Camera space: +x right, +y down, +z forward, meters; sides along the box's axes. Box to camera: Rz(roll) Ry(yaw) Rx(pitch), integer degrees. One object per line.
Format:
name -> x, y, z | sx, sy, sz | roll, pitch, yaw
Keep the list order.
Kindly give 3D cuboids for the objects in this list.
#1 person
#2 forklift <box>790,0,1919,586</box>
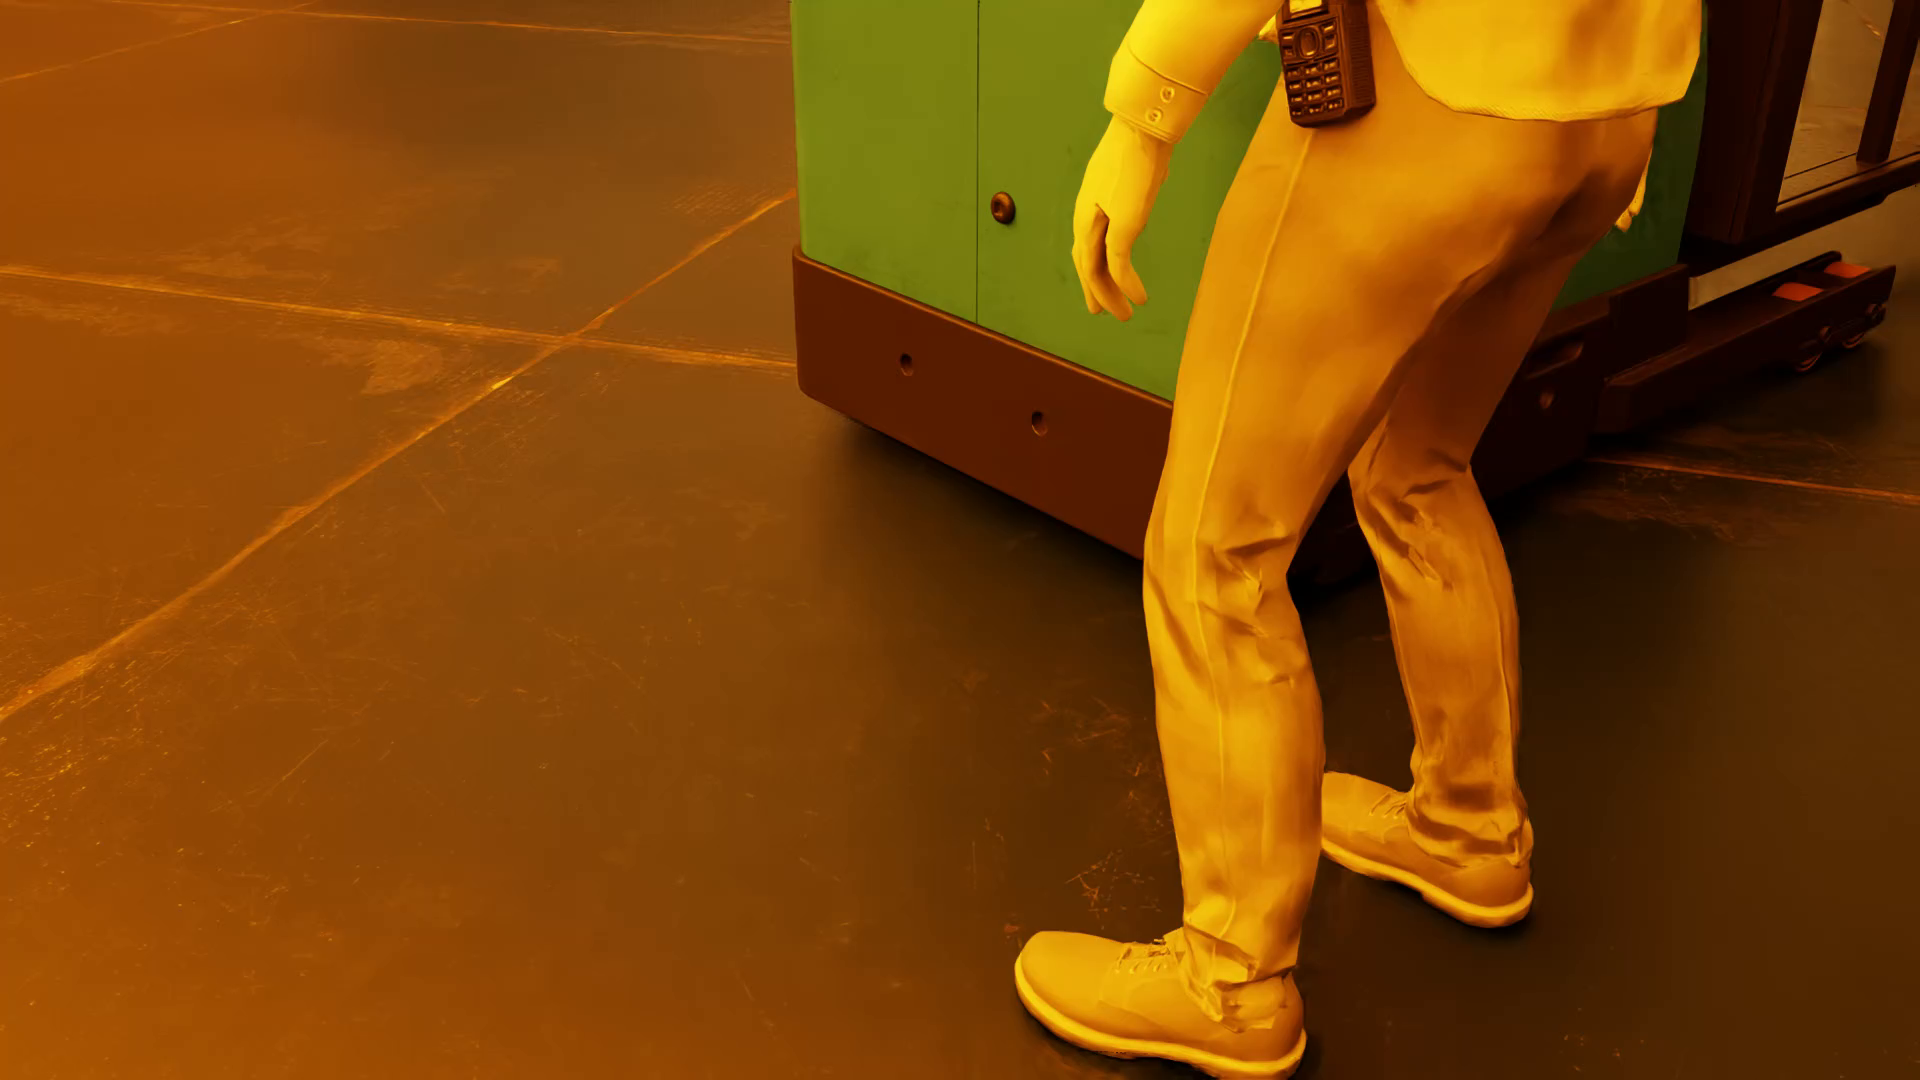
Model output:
person -> 0.392, -0.342, 1.366 | 0.699, 1.644, 0.332 | -23, 35, -37
forklift -> 1.172, -1.782, 2.768 | 3.031, 2.935, 1.130 | -21, 34, -35
